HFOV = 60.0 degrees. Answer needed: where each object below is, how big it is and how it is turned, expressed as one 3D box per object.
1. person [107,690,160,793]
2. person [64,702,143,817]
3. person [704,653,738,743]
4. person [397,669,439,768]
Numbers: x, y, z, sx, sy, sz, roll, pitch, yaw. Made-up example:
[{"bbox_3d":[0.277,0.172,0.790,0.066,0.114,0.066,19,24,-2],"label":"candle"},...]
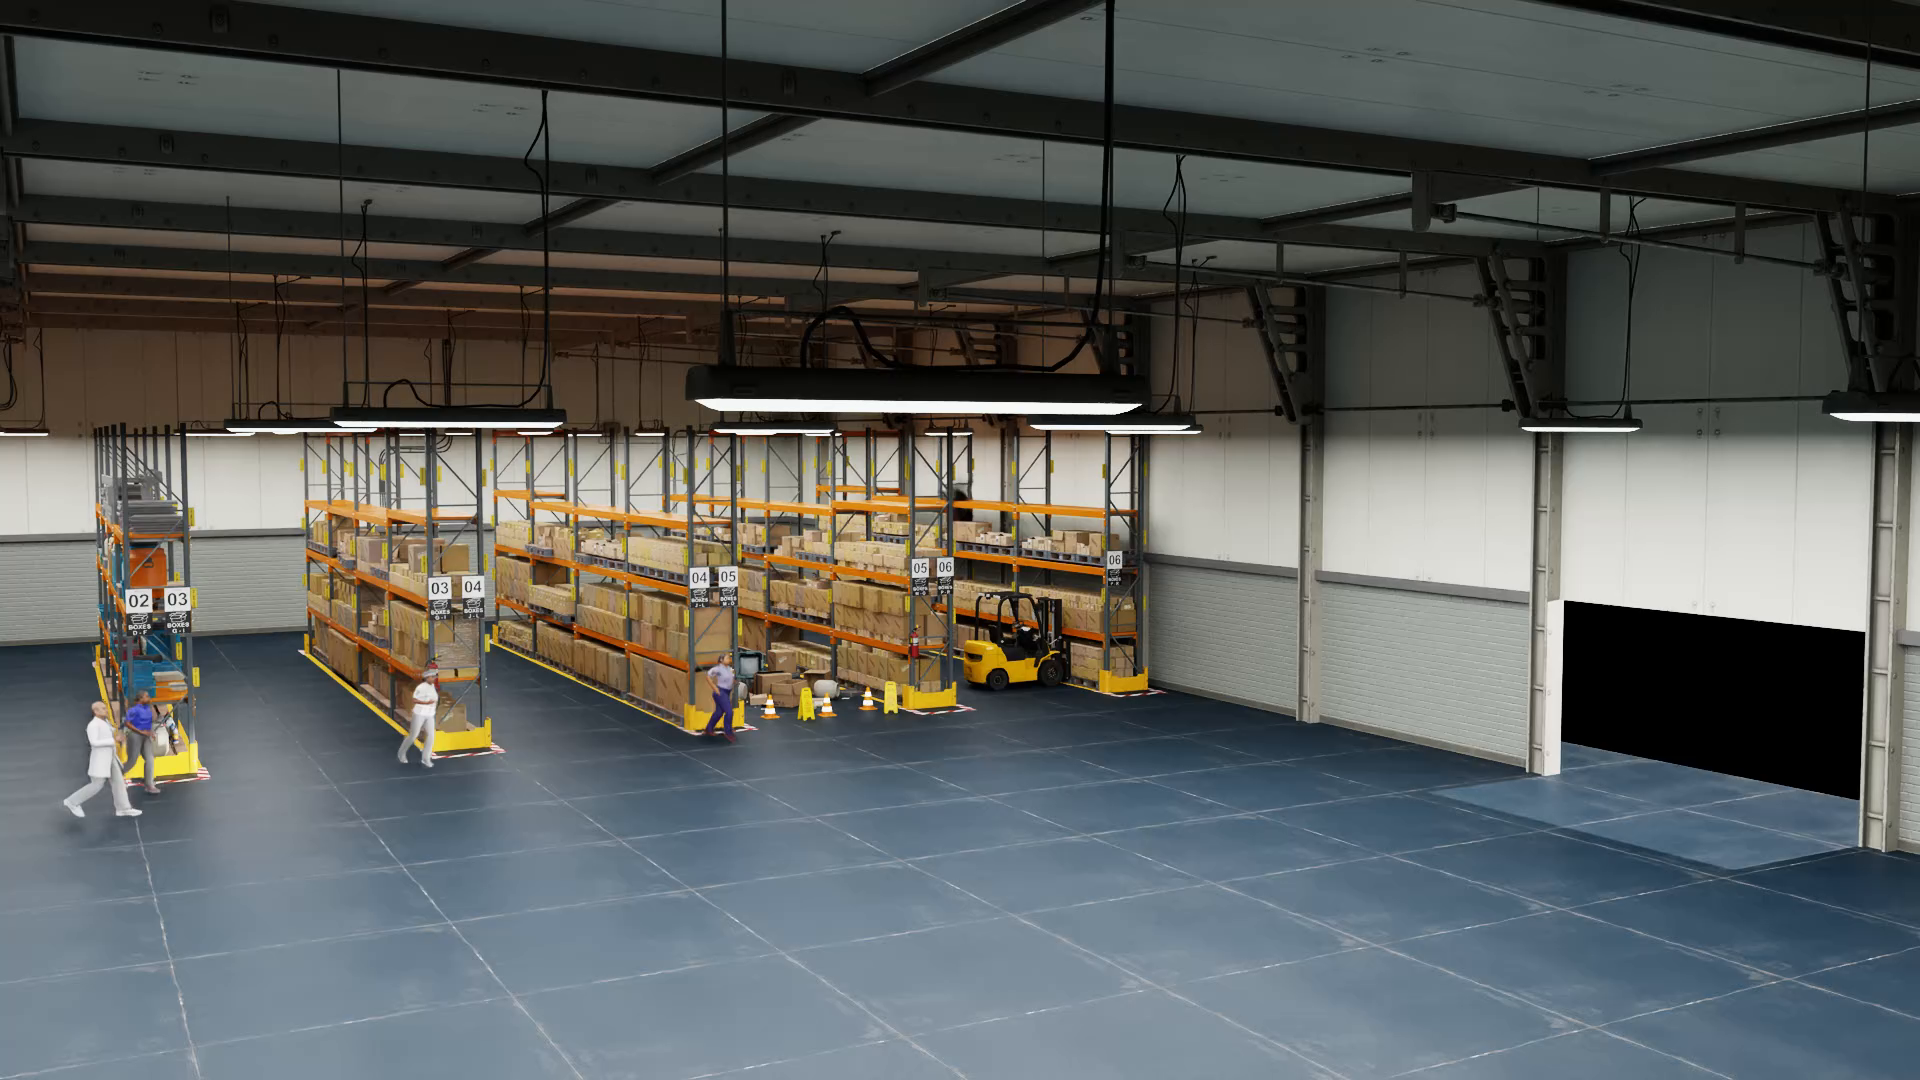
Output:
[{"bbox_3d":[-13.297,3.252,26.988,0.878,1.629,0.664,1,4,11],"label":"person"},{"bbox_3d":[-12.884,3.297,24.976,1.060,1.751,0.716,0,3,-5],"label":"person"},{"bbox_3d":[-4.539,2.990,31.589,0.737,1.705,0.599,1,4,13],"label":"person"},{"bbox_3d":[-9.444,3.111,29.315,0.846,1.690,0.614,2,4,31],"label":"person"}]
